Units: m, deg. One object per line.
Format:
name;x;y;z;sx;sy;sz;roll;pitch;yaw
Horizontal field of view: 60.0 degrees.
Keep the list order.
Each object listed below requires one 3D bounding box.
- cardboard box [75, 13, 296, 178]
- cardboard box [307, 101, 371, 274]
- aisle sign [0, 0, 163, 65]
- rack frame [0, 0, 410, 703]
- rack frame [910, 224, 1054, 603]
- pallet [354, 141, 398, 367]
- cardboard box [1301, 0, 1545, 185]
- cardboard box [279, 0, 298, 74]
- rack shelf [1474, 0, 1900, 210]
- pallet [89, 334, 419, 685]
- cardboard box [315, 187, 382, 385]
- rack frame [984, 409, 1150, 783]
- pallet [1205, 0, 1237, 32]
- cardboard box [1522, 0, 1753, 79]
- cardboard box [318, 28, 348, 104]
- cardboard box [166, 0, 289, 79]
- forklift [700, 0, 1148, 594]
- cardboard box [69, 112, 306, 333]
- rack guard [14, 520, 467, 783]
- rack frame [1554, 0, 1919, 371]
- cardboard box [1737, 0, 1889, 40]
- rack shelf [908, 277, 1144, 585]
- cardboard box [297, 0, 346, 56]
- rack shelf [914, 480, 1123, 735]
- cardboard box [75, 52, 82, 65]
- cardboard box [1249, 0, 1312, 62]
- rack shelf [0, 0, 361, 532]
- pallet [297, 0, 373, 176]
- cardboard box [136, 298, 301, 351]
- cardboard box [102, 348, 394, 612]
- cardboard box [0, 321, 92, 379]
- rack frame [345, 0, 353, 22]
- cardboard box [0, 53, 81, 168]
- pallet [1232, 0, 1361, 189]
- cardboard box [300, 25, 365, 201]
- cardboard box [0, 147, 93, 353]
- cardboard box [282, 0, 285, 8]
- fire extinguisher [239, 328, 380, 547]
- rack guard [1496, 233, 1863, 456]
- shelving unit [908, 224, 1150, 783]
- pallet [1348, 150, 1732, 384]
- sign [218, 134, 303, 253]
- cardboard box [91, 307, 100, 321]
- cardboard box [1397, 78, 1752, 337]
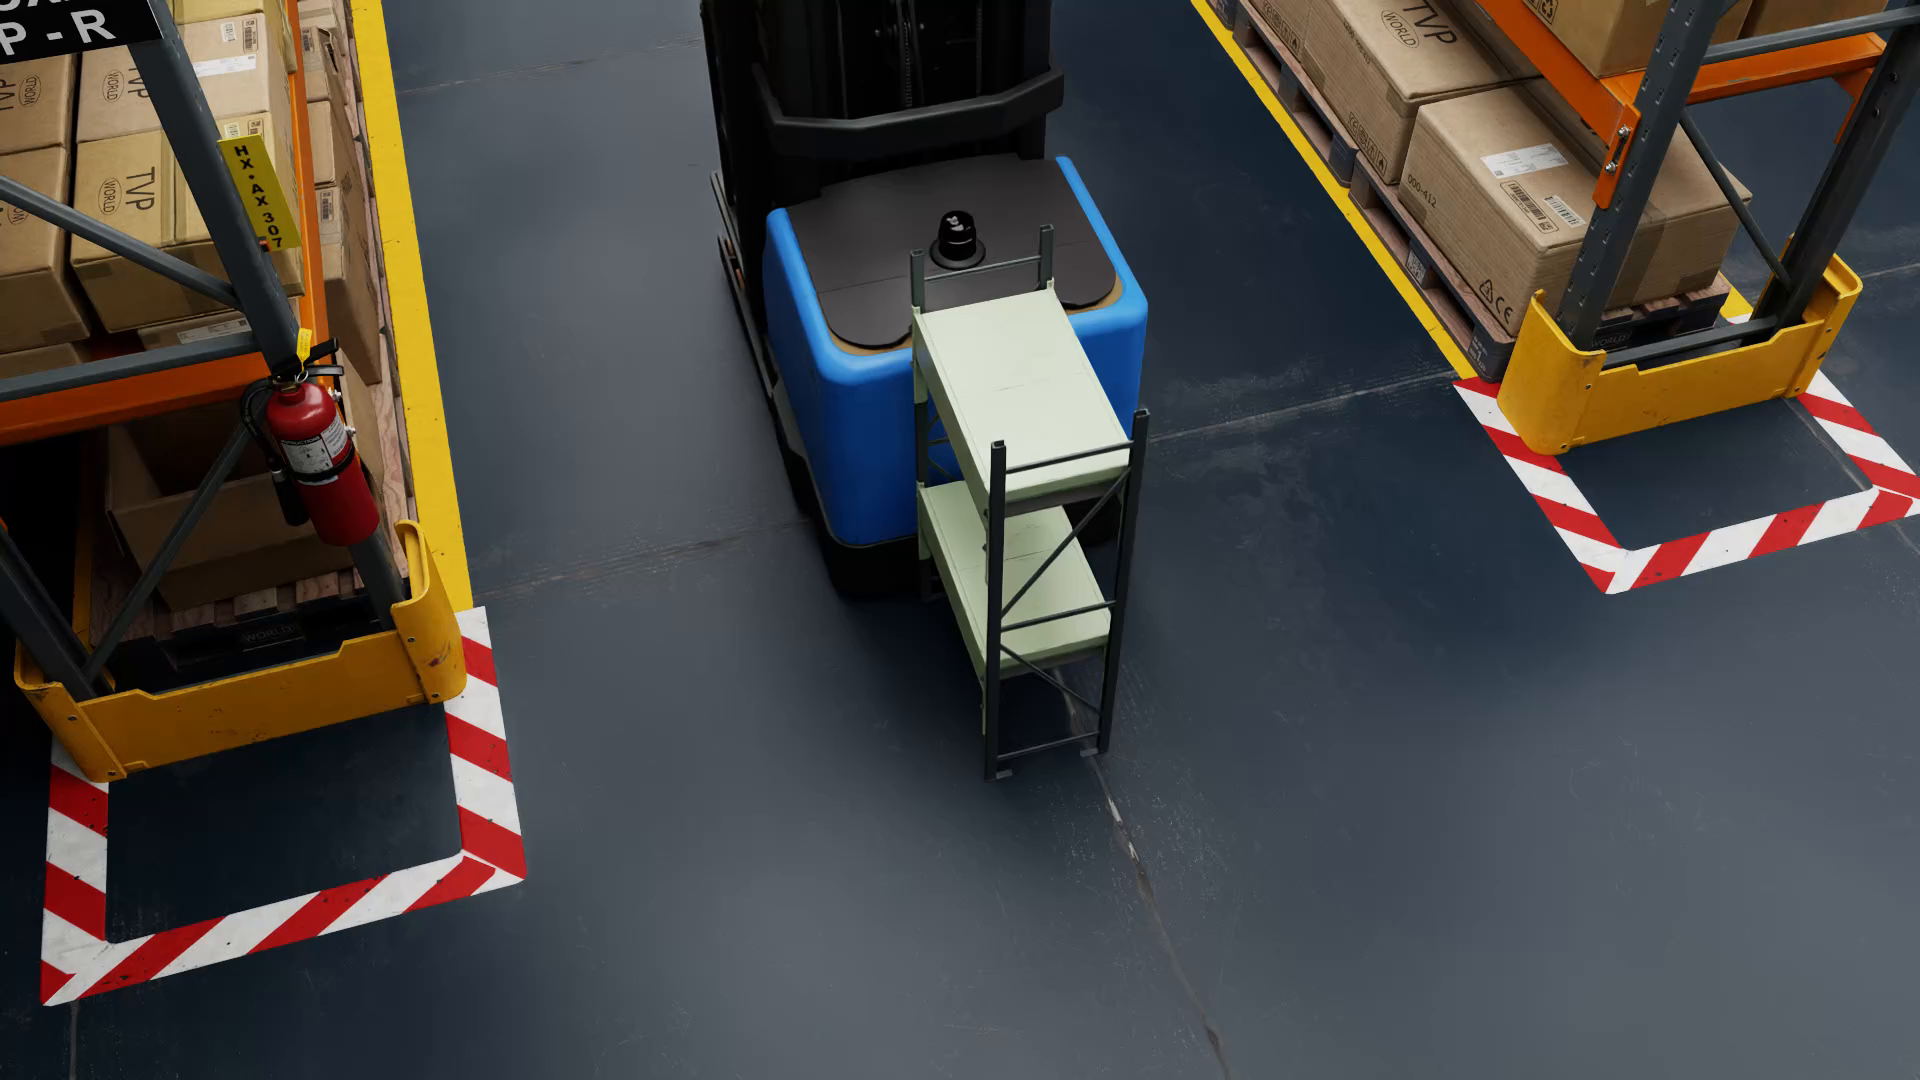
cardboard box;-2.187;-1.216;4.717;0.500;0.250;0.500;-13;51;-11
cardboard box;-2.528;-1.247;6.200;0.500;0.500;0.500;-12;51;-10
aisle sign;-1.860;-1.262;3.152;0.394;0.787;0.004;-13;51;-11
rack frame;-2.161;-0.408;4.132;1.000;3.000;0.127;-13;51;-11
rack frame;0.060;-0.323;5.041;0.400;1.500;0.023;-13;51;-11
pallet;-2.777;-1.036;6.485;1.003;0.211;1.213;-13;51;-11
cardboard box;2.010;-1.968;6.848;0.875;0.438;0.875;-12;51;-10
cardboard box;-2.329;-1.581;5.285;0.380;0.149;0.250;-15;51;-12
rack shelf;1.988;-2.762;6.587;1.077;0.370;4.000;-13;51;-11
pallet;-2.420;-0.146;5.736;1.003;0.211;1.213;-13;51;-11
cardboard box;-2.467;-0.839;5.855;0.700;0.500;0.500;-11;51;-9
rack frame;0.268;0.214;4.589;0.400;1.500;0.023;-13;51;-11
pallet;1.547;-2.982;8.126;1.003;0.211;1.213;-13;51;-11
cardboard box;2.184;-1.857;5.289;0.500;0.500;0.500;-13;51;-11
cardboard box;-2.793;-1.982;6.973;0.396;0.266;0.258;-12;51;-10
cardboard box;-2.340;-1.585;5.028;0.500;0.250;0.500;-14;51;-12
forklift;-0.325;-1.923;5.454;1.130;2.935;3.031;-13;51;-11
cardboard box;-2.038;-0.848;4.406;0.500;0.250;0.500;-13;51;-11
rack guard;-2.183;0.342;5.134;1.175;0.500;0.348;-13;51;-11
rack frame;2.580;-1.533;5.080;1.000;3.000;0.127;-13;51;-11
cardboard box;2.712;-1.980;5.392;0.500;0.500;0.500;-14;51;-11
rack shelf;0.164;-0.306;4.517;0.431;0.370;0.720;-13;51;-11
cardboard box;-2.898;-2.205;7.237;0.380;0.149;0.250;-15;51;-12
rack shelf;0.164;0.155;5.064;0.431;0.370;0.720;-13;51;-11
cardboard box;-2.844;-1.471;4.932;0.500;0.250;0.500;-12;51;-10
cardboard box;1.745;-2.627;7.404;0.875;0.438;0.875;-15;51;-12
rack shelf;-2.752;-1.637;5.638;1.077;0.370;4.000;-13;51;-11
pallet;-3.142;-1.929;7.238;1.003;0.211;1.213;-13;51;-11
cardboard box;-1.996;-0.629;4.483;0.380;0.149;0.250;-14;51;-11
cardboard box;-2.251;-0.207;5.320;0.797;0.503;0.637;-15;52;-12
cardboard box;-2.515;-0.508;4.381;0.380;0.149;0.250;-14;51;-11
rack frame;-3.344;-3.329;6.595;1.000;3.000;0.127;-13;51;-11
cardboard box;-2.702;-1.108;4.626;0.500;0.250;0.500;-13;51;-11
pallet;1.911;-2.090;7.374;1.003;0.211;1.213;-13;51;-11
cardboard box;-2.774;-1.597;6.495;0.700;0.500;0.500;-15;52;-12
cardboard box;-2.550;-0.731;4.308;0.500;0.250;0.500;-12;51;-10
cardboard box;-2.427;-1.769;5.443;0.380;0.149;0.250;-12;51;-10
fire extinguisher;-1.676;-0.260;4.301;0.296;0.674;0.183;-13;51;-11
rack guard;2.587;-0.709;6.021;1.175;0.500;0.348;-13;51;-11
shelving unit;0.164;-0.055;4.815;0.431;1.500;0.755;-13;51;-11
pallet;2.269;-1.200;6.624;1.003;0.211;1.213;-13;51;-11
sign;-1.643;-0.810;3.904;0.100;0.325;0.005;-13;51;-11
cardboard box;-2.532;-0.707;4.549;0.380;0.149;0.250;-12;51;-10
cardboard box;2.289;-1.302;6.287;0.875;0.438;0.875;-15;51;-12
